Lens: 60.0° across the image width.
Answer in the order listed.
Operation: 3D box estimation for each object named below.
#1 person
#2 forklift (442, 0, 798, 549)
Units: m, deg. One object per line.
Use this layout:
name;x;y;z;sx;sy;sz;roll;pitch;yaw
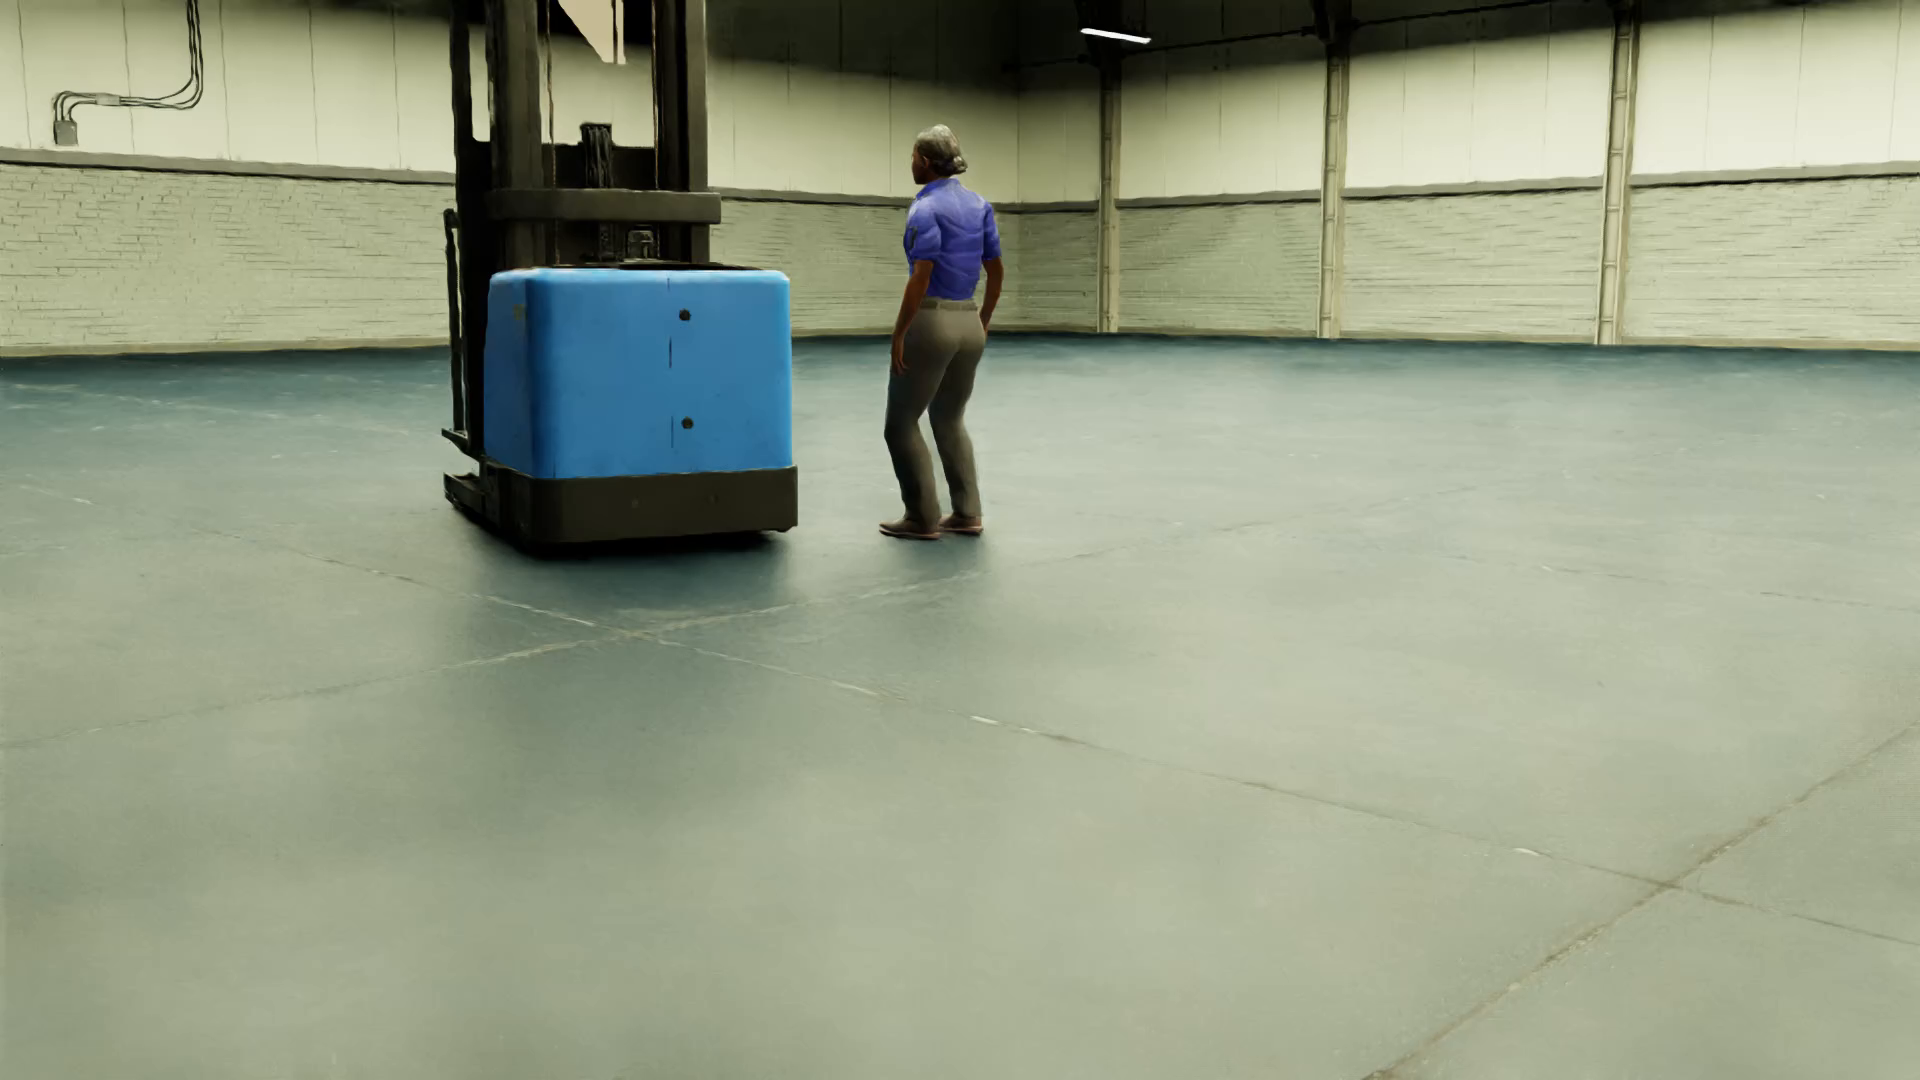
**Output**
person;-0.124;-0.813;6.661;0.470;1.634;0.614;7;11;41
forklift;-1.747;-1.596;7.475;1.130;2.935;3.031;-4;10;-26
